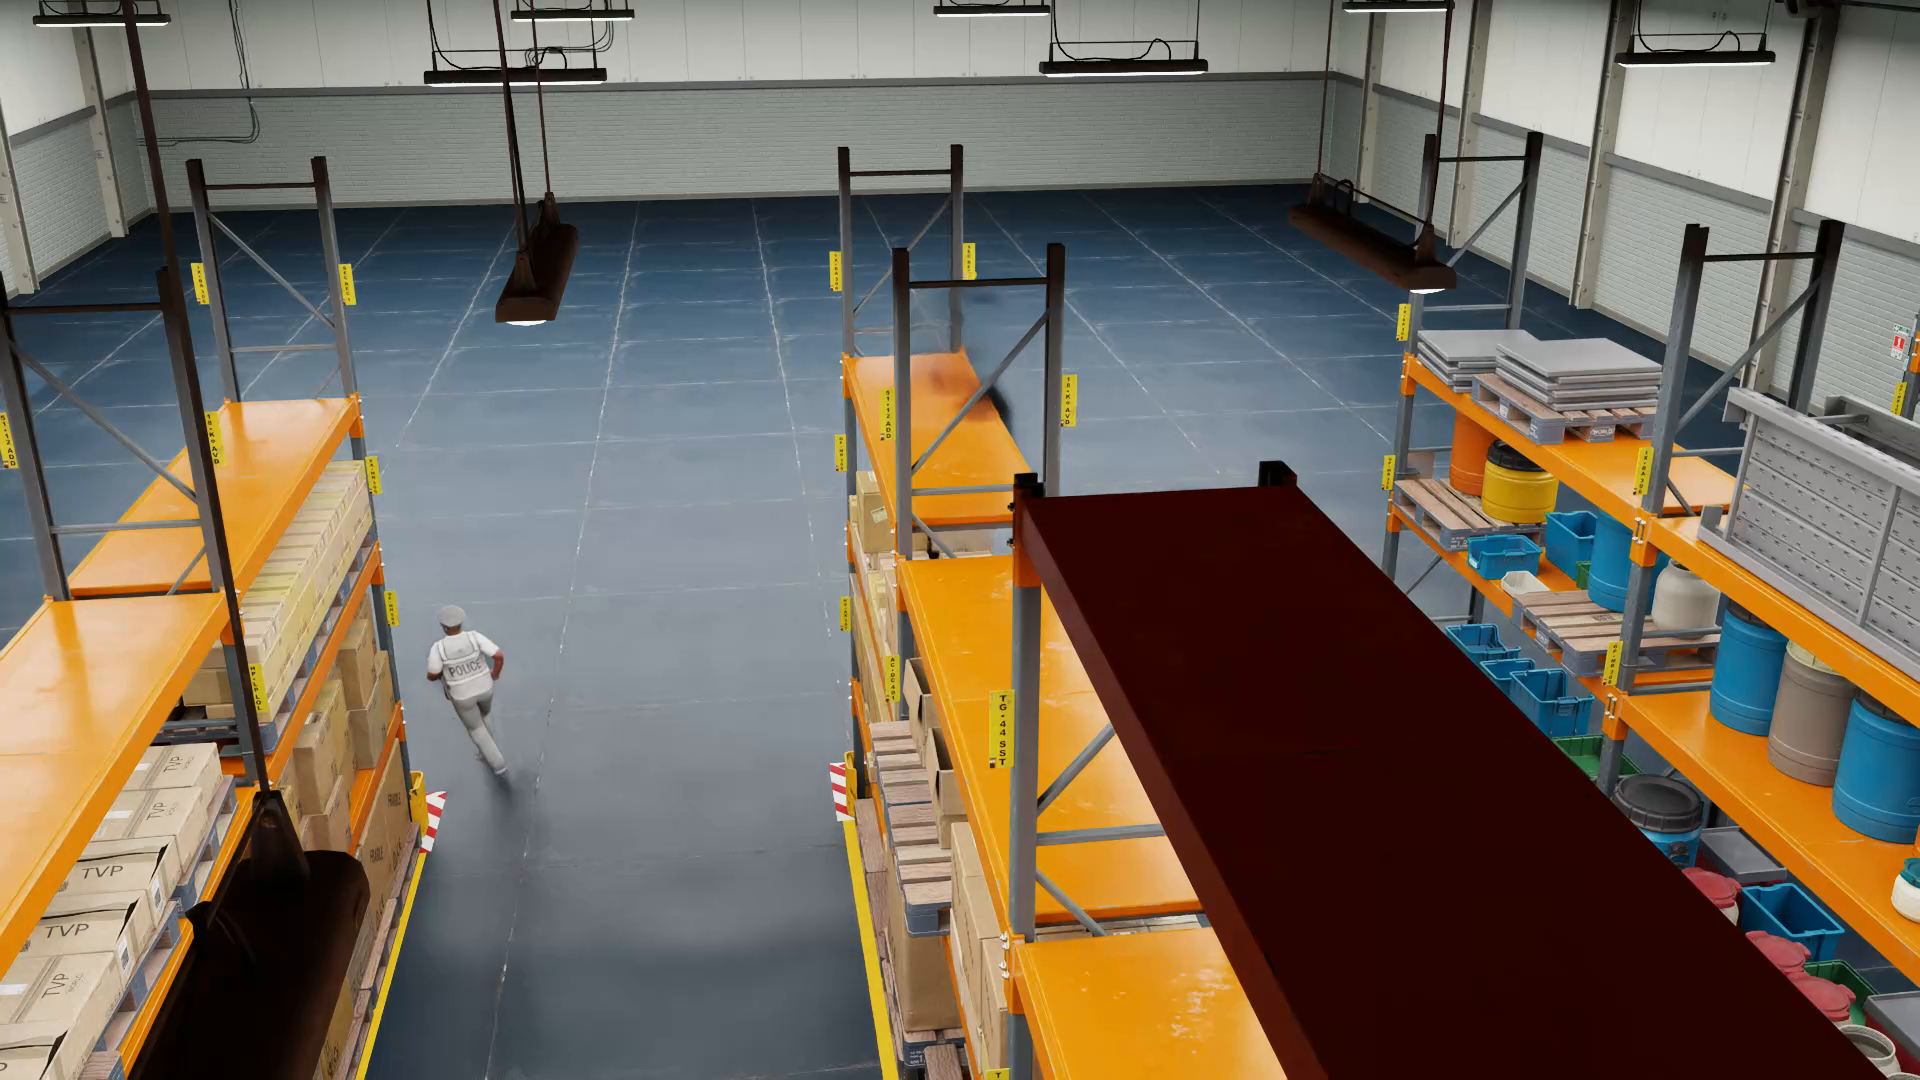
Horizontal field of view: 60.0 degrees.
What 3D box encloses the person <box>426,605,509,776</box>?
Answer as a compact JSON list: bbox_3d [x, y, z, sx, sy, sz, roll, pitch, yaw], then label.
[{"bbox_3d":[-4.633,1.448,15.621,0.670,1.791,0.847,-17,27,-36],"label":"person"}]
